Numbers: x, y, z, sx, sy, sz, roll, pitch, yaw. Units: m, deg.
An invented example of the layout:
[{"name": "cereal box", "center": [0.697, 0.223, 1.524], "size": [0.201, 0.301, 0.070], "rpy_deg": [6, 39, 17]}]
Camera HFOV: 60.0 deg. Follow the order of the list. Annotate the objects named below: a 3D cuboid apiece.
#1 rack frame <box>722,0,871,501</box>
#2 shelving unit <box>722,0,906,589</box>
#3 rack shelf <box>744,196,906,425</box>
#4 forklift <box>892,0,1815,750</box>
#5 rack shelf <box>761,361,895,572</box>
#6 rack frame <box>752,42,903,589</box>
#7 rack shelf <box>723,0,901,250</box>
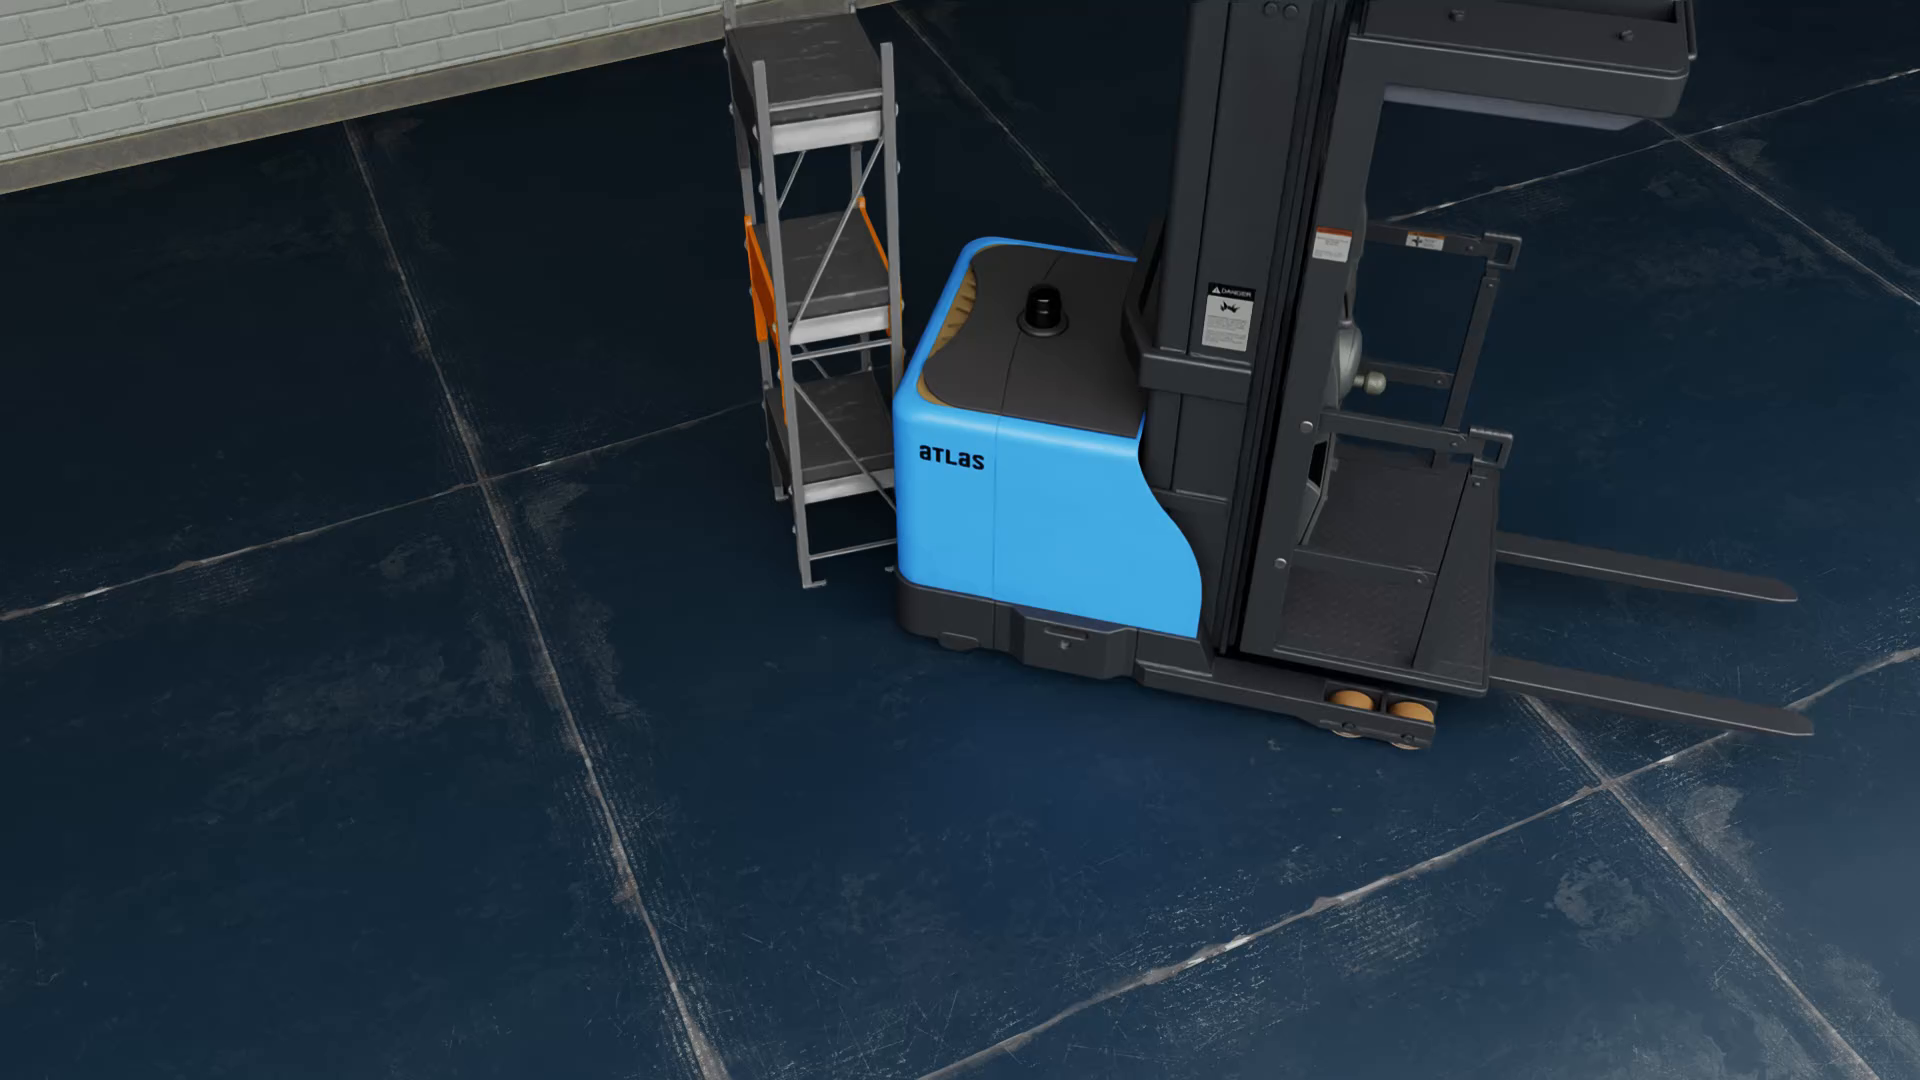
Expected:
[{"name": "rack frame", "center": [-0.518, -0.941, 5.709], "size": [0.400, 2.100, 0.015], "rpy_deg": [-12, 46, -11]}, {"name": "shelving unit", "center": [-0.450, -0.776, 5.542], "size": [0.431, 2.100, 0.503], "rpy_deg": [-12, 46, -11]}, {"name": "rack shelf", "center": [-0.450, -0.767, 5.551], "size": [0.431, 0.518, 0.480], "rpy_deg": [-12, 46, -11]}, {"name": "forklift", "center": [1.348, -0.762, 4.935], "size": [3.031, 2.935, 1.130], "rpy_deg": [11, 46, 11]}, {"name": "rack shelf", "center": [-0.450, -0.268, 6.043], "size": [0.431, 0.518, 0.480], "rpy_deg": [-12, 46, -11]}, {"name": "rack frame", "center": [-0.382, -0.612, 5.375], "size": [0.400, 2.100, 0.015], "rpy_deg": [-12, 46, -11]}, {"name": "rack shelf", "center": [-0.450, -1.265, 5.060], "size": [0.431, 0.518, 0.480], "rpy_deg": [-12, 46, -11]}]
